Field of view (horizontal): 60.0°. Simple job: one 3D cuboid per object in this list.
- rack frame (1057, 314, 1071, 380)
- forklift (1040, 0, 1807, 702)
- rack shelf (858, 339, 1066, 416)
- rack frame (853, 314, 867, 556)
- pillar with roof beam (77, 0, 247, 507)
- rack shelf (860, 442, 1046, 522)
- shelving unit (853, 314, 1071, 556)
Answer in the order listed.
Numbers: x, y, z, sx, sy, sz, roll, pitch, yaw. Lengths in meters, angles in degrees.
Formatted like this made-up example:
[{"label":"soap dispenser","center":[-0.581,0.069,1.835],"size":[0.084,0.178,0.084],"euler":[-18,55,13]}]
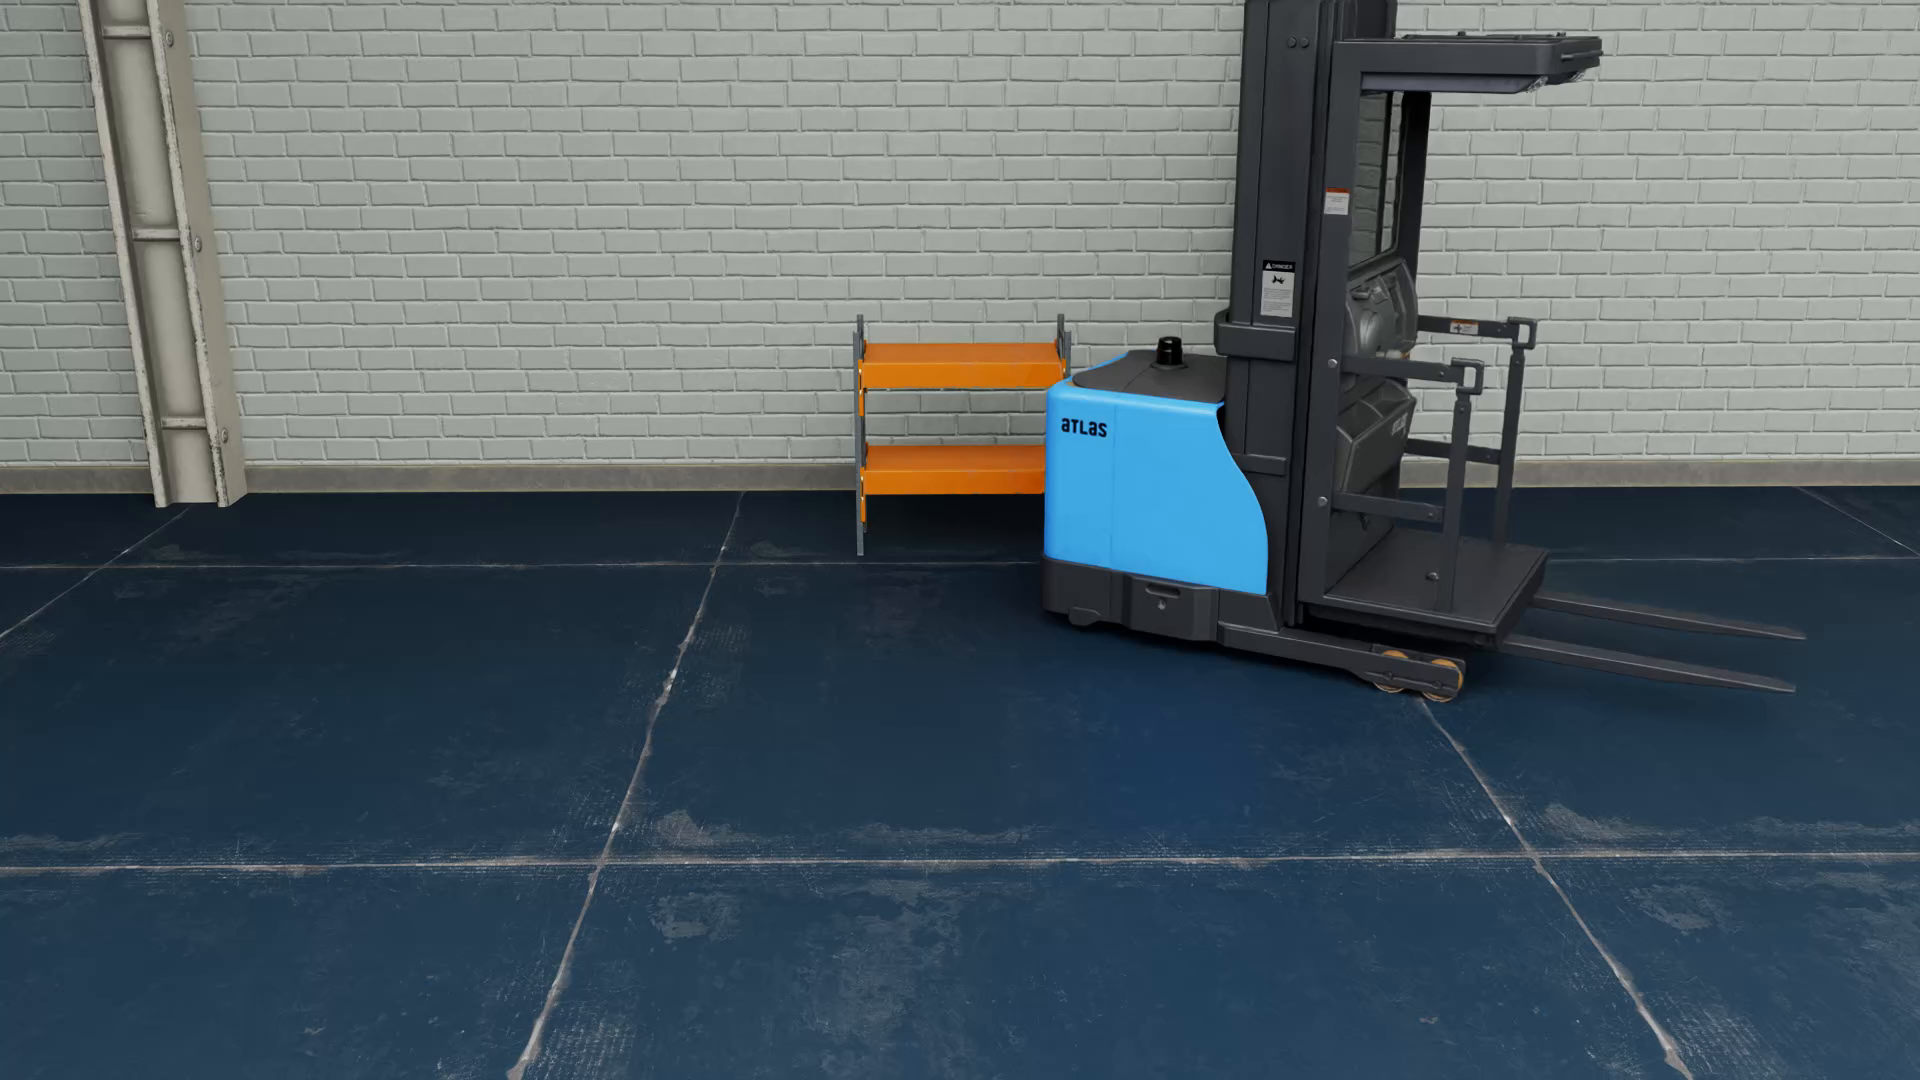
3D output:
[{"label":"rack frame","center":[0.515,-0.538,8.384],"size":[0.032,1.125,0.500],"euler":[0,18,-1]},{"label":"forklift","center":[1.895,-0.941,6.684],"size":[3.031,2.935,1.130],"euler":[10,20,28]},{"label":"rack shelf","center":[0.007,-0.814,8.286],"size":[1.000,0.278,0.538],"euler":[0,18,-1]},{"label":"rack frame","center":[-0.502,-0.533,8.368],"size":[0.032,1.125,0.500],"euler":[0,18,-1]},{"label":"pillar with roof beam","center":[-4.146,-3.198,3.786],"size":[0.400,9.000,9.100],"euler":[0,18,-1]},{"label":"rack shelf","center":[0.007,-0.303,8.451],"size":[1.000,0.278,0.538],"euler":[0,18,-1]},{"label":"shelving unit","center":[0.007,-0.536,8.376],"size":[1.048,1.125,0.538],"euler":[0,18,-1]}]
